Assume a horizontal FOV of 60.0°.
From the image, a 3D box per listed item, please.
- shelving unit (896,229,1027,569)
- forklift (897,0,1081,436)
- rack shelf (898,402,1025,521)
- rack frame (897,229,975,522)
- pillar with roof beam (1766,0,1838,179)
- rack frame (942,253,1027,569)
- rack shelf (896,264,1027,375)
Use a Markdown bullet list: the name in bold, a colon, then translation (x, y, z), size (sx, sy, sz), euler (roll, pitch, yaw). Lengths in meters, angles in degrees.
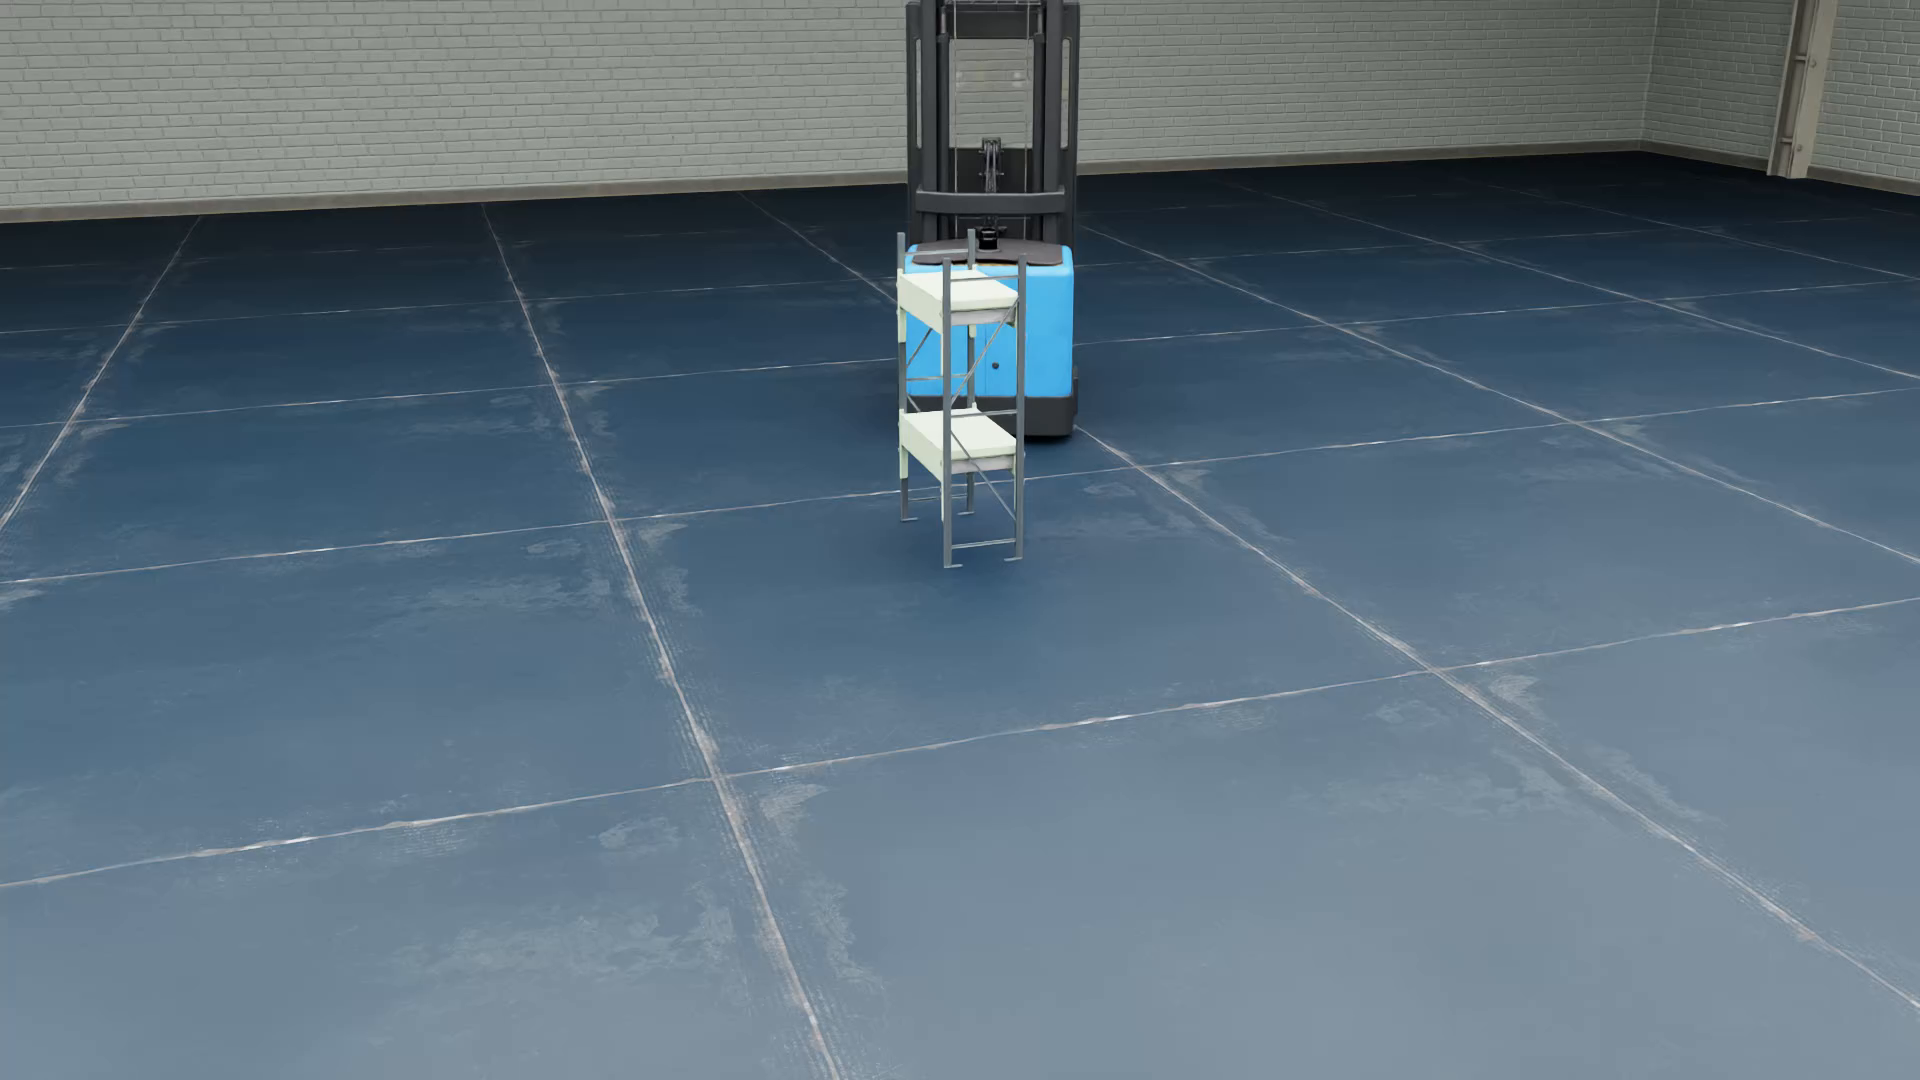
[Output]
- **shelving unit**: translation (-0.002, -0.708, 8.169), size (0.431, 1.500, 0.755), euler (-6, 21, -17)
- **forklift**: translation (0.216, -2.449, 10.899), size (1.130, 2.935, 3.031), euler (1, 20, 2)
- **rack shelf**: translation (-0.002, -0.401, 8.279), size (0.431, 0.370, 0.720), euler (-6, 21, -17)
- **rack frame**: translation (-0.117, -0.825, 8.496), size (0.400, 1.500, 0.023), euler (-6, 21, -17)
- **pillar with roof beam**: translation (6.618, -8.486, 18.730), size (9.100, 9.000, 0.400), euler (-6, 21, -17)
- **rack frame**: translation (0.113, -0.591, 7.842), size (0.400, 1.500, 0.023), euler (-6, 21, -17)
- **rack shelf**: translation (-0.002, -1.075, 8.037), size (0.431, 0.370, 0.720), euler (-6, 21, -17)
